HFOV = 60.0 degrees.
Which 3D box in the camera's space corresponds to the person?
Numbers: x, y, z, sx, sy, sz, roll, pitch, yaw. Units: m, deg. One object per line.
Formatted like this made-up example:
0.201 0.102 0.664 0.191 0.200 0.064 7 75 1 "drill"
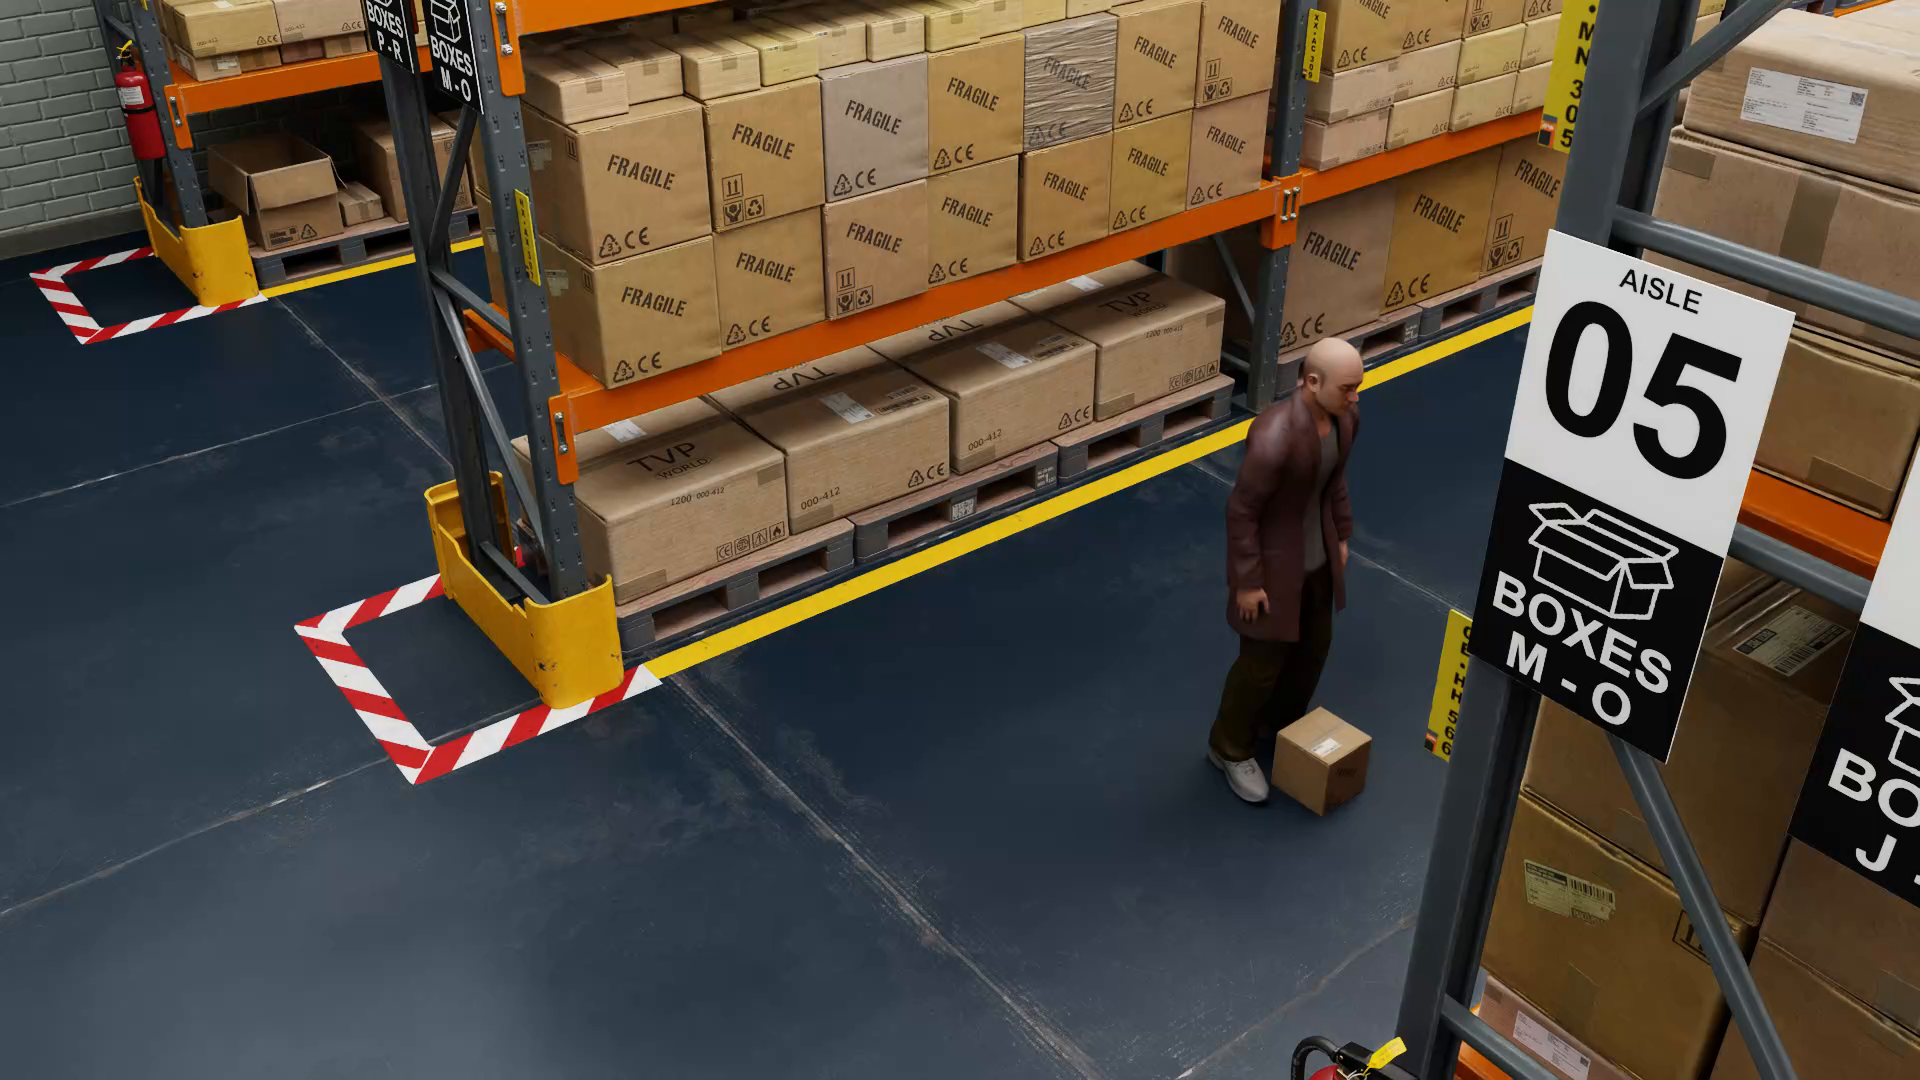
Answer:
1.205 0.078 6.026 0.644 1.772 0.429 -25 39 -34 "person"
